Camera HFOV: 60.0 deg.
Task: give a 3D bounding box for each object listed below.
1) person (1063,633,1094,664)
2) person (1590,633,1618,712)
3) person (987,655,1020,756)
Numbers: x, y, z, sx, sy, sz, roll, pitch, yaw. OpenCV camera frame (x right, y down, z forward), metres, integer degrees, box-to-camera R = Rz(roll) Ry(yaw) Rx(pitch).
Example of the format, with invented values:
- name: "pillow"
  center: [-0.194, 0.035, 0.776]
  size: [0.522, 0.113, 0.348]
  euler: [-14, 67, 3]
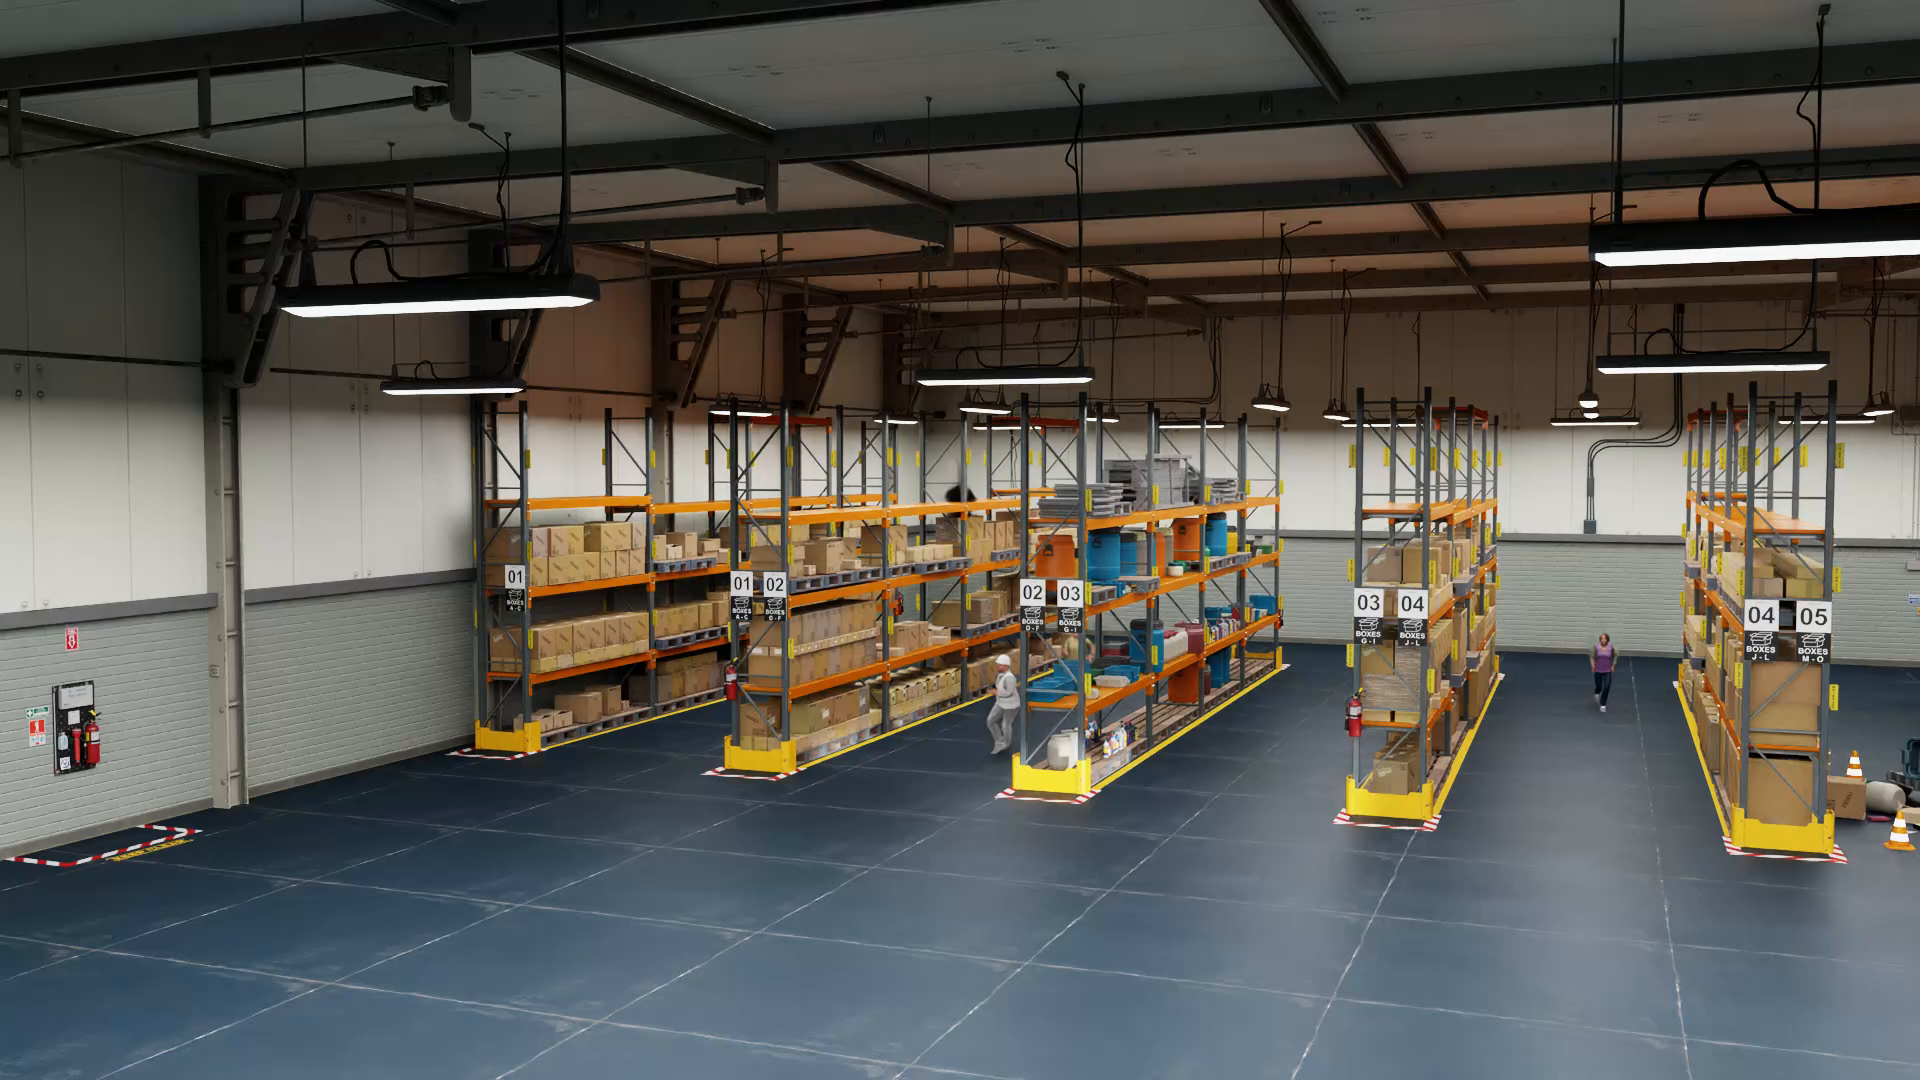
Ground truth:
- name: "person"
  center: [2.359, 2.543, 33.419]
  size: [0.561, 1.714, 0.800]
  euler: [1, 3, 26]
- name: "person"
  center: [12.841, 2.622, 33.197]
  size: [0.520, 1.559, 0.633]
  euler: [1, 3, 15]
- name: "person"
  center: [0.747, 2.776, 28.134]
  size: [0.701, 1.708, 0.780]
  euler: [-2, 3, -37]
